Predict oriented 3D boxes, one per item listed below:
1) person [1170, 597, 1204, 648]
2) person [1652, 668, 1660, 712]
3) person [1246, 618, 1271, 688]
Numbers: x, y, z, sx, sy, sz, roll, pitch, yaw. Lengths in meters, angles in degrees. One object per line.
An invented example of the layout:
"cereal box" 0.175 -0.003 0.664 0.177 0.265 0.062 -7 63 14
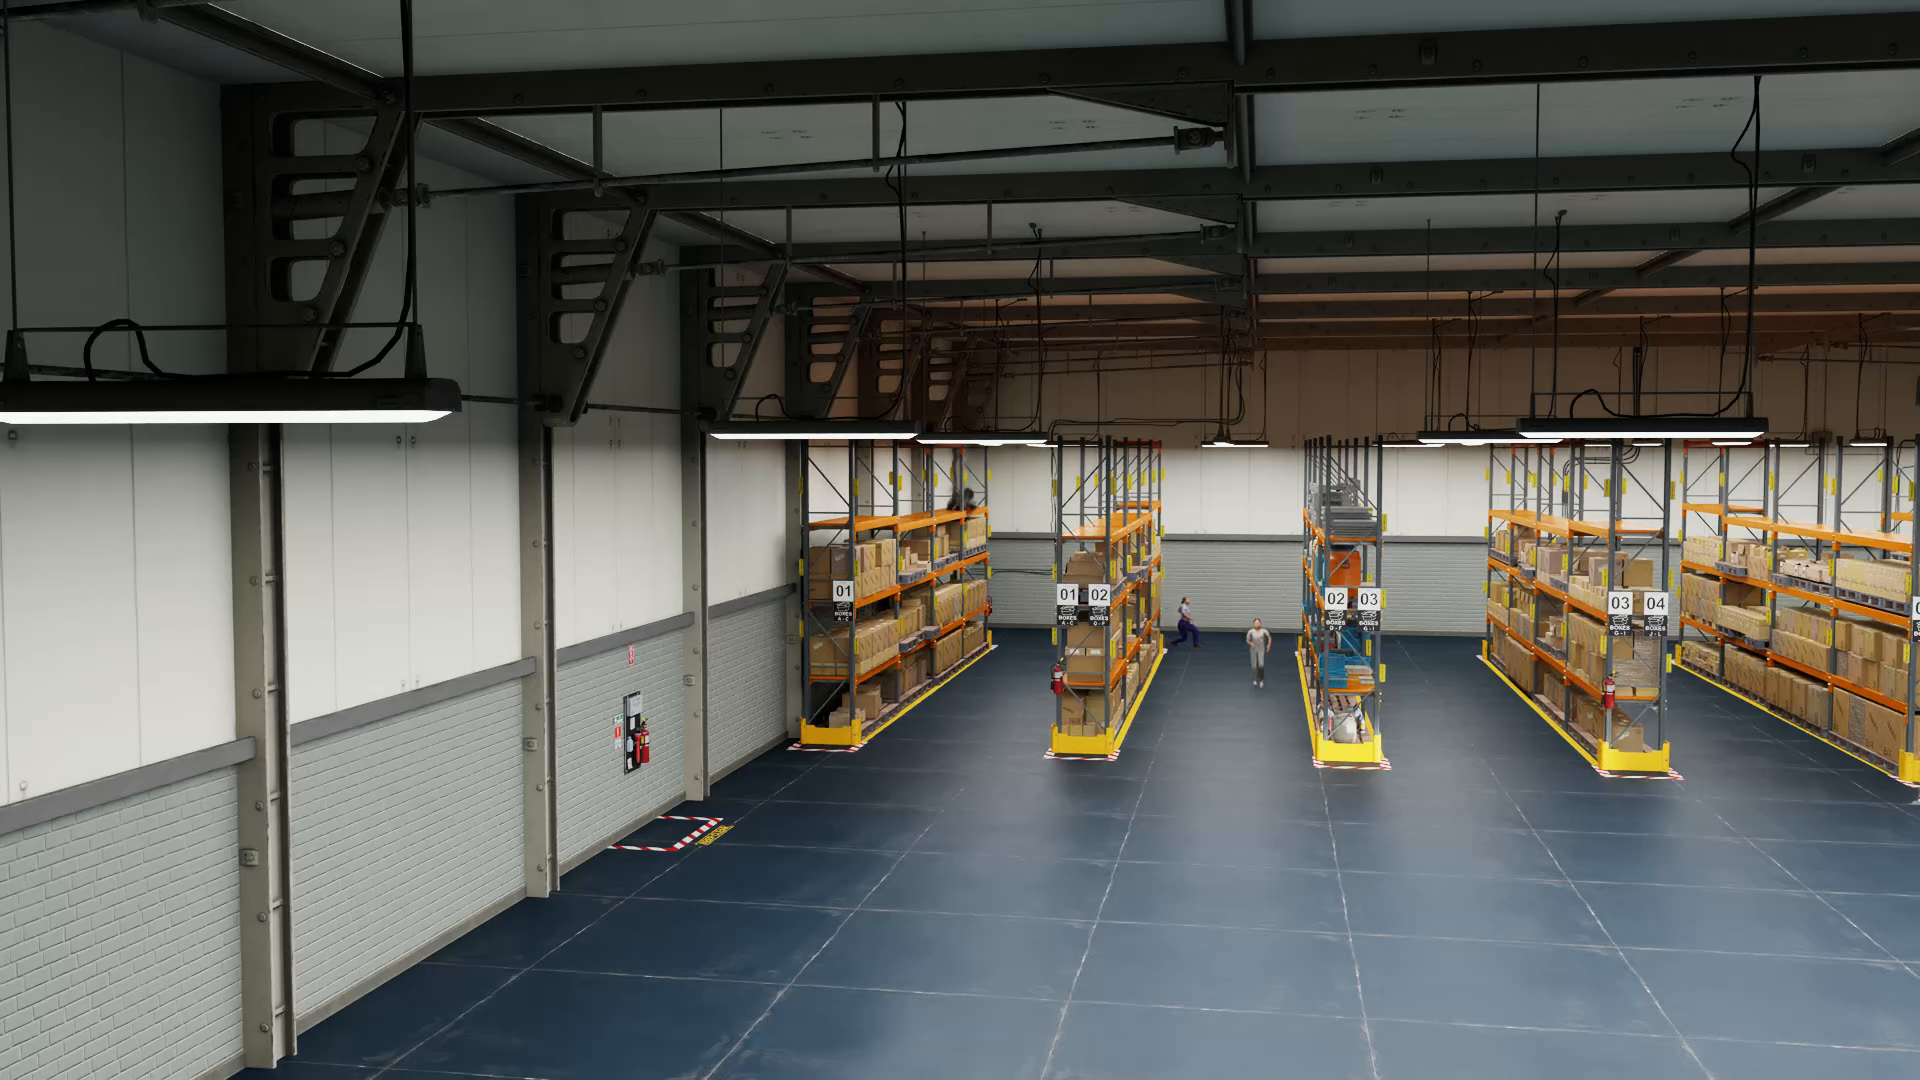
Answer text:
"person" 6.497 2.383 47.914 0.946 1.499 0.674 1 3 22
"person" 15.227 2.984 36.593 0.564 1.562 0.626 0 3 7
"person" 7.196 2.727 40.131 0.588 1.681 0.674 1 3 11
